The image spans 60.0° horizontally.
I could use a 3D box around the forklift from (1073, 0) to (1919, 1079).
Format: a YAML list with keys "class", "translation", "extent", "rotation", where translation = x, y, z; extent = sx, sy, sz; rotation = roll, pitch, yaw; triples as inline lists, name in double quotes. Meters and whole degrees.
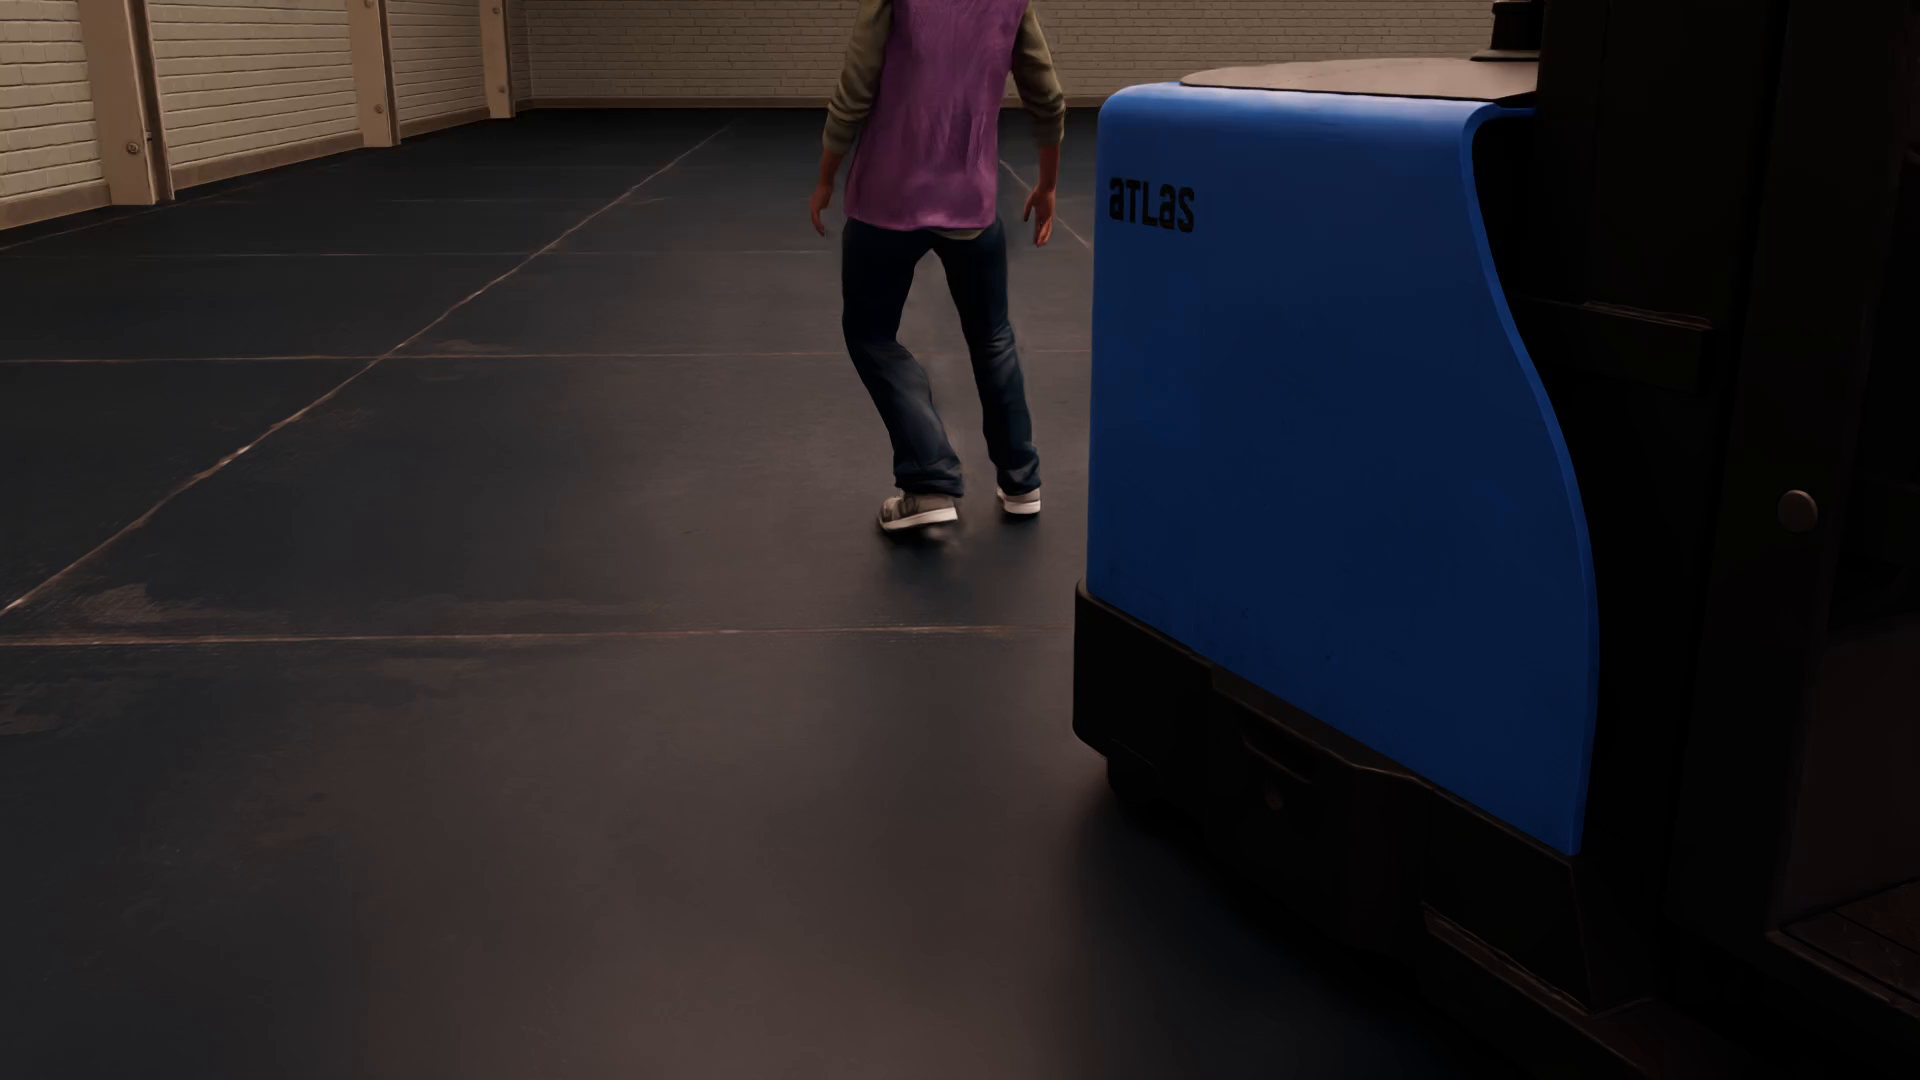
- class: "forklift"
  translation: [1.306, -0.719, 1.258]
  extent: [1.130, 2.935, 3.031]
  rotation: [-9, 19, -26]

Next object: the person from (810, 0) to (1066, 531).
- class: "person"
  translation: [-0.038, -0.771, 3.818]
  extent: [0.600, 1.526, 0.445]
  rotation: [-6, 18, -20]
